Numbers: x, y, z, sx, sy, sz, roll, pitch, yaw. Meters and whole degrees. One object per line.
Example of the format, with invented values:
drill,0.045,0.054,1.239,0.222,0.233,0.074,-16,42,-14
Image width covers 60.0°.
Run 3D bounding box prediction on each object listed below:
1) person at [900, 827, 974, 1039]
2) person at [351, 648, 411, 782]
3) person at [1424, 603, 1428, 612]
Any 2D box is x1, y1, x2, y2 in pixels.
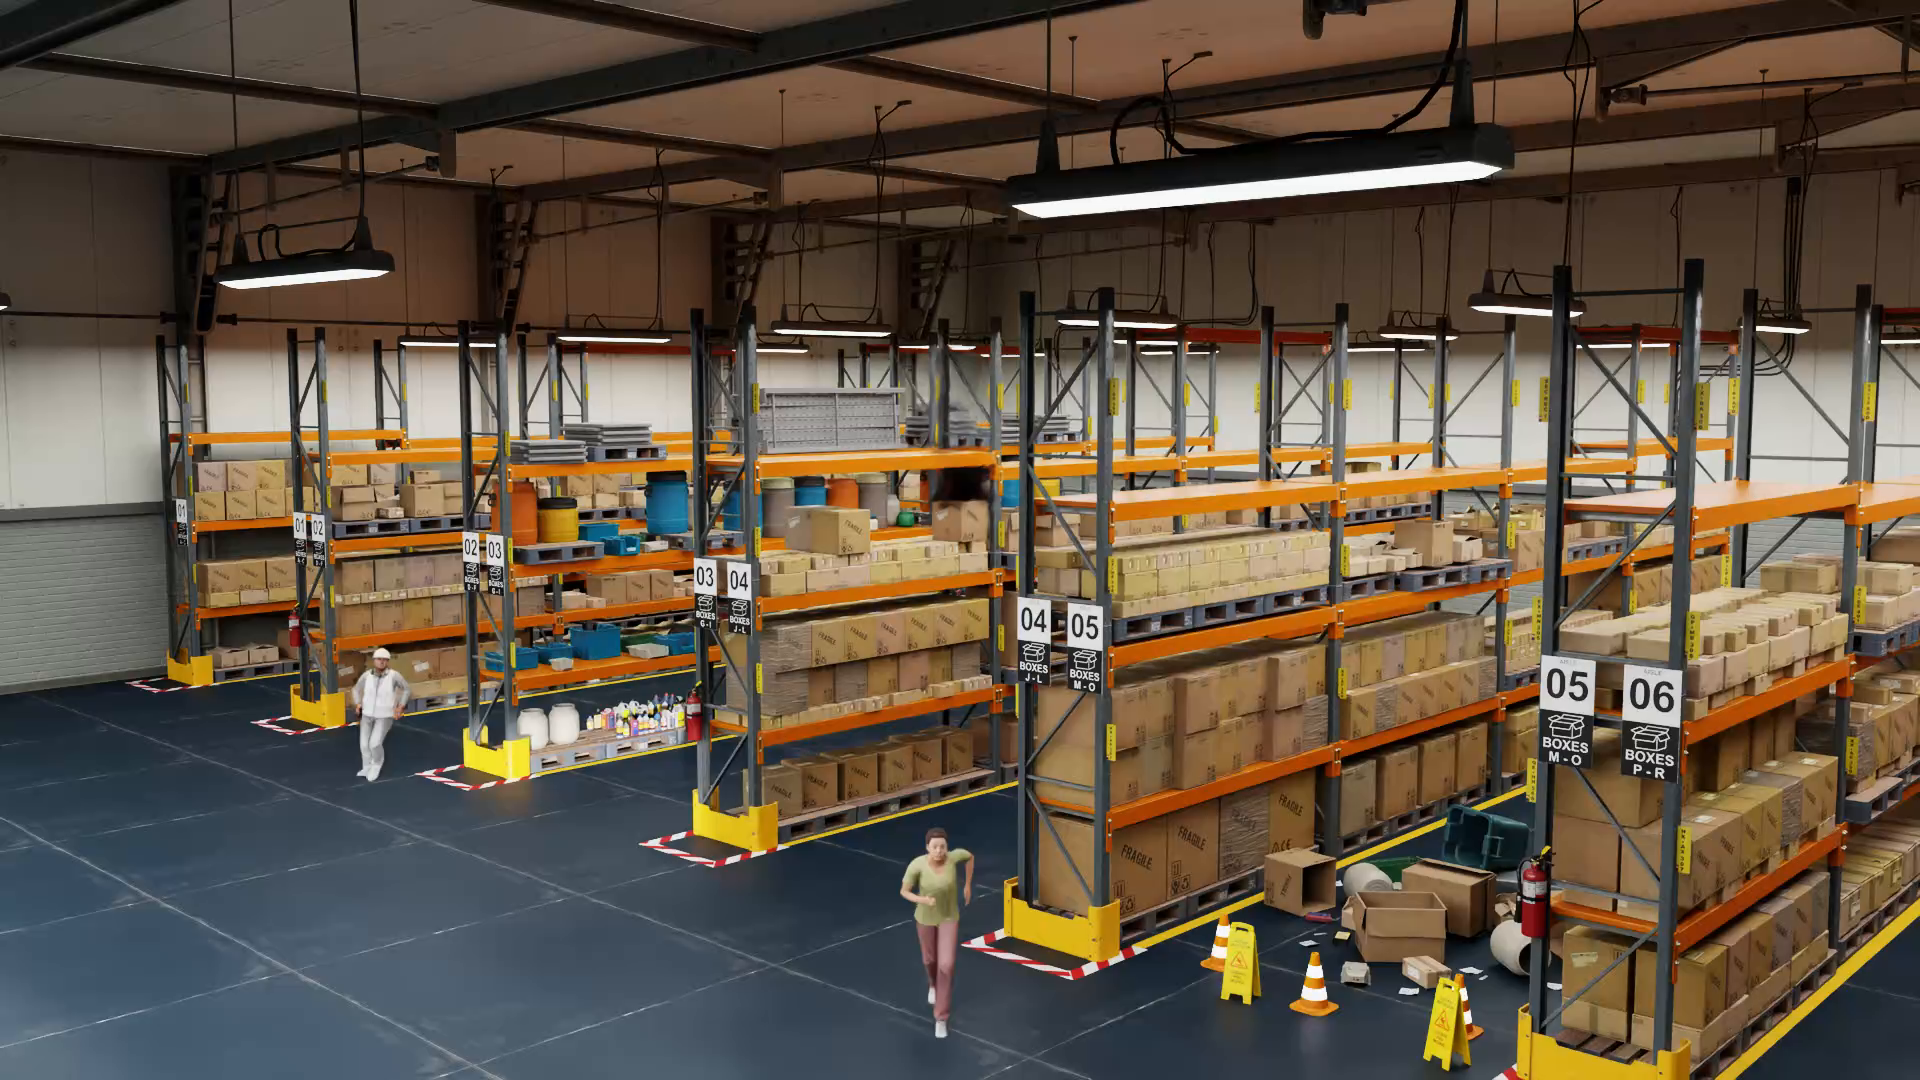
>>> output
person,-0.182,3.113,13.462,0.599,1.708,0.892,0,5,-2
person,-7.566,2.274,21.656,0.714,1.738,0.618,0,5,1
person,7.587,1.788,27.039,0.581,1.726,0.705,4,6,34
